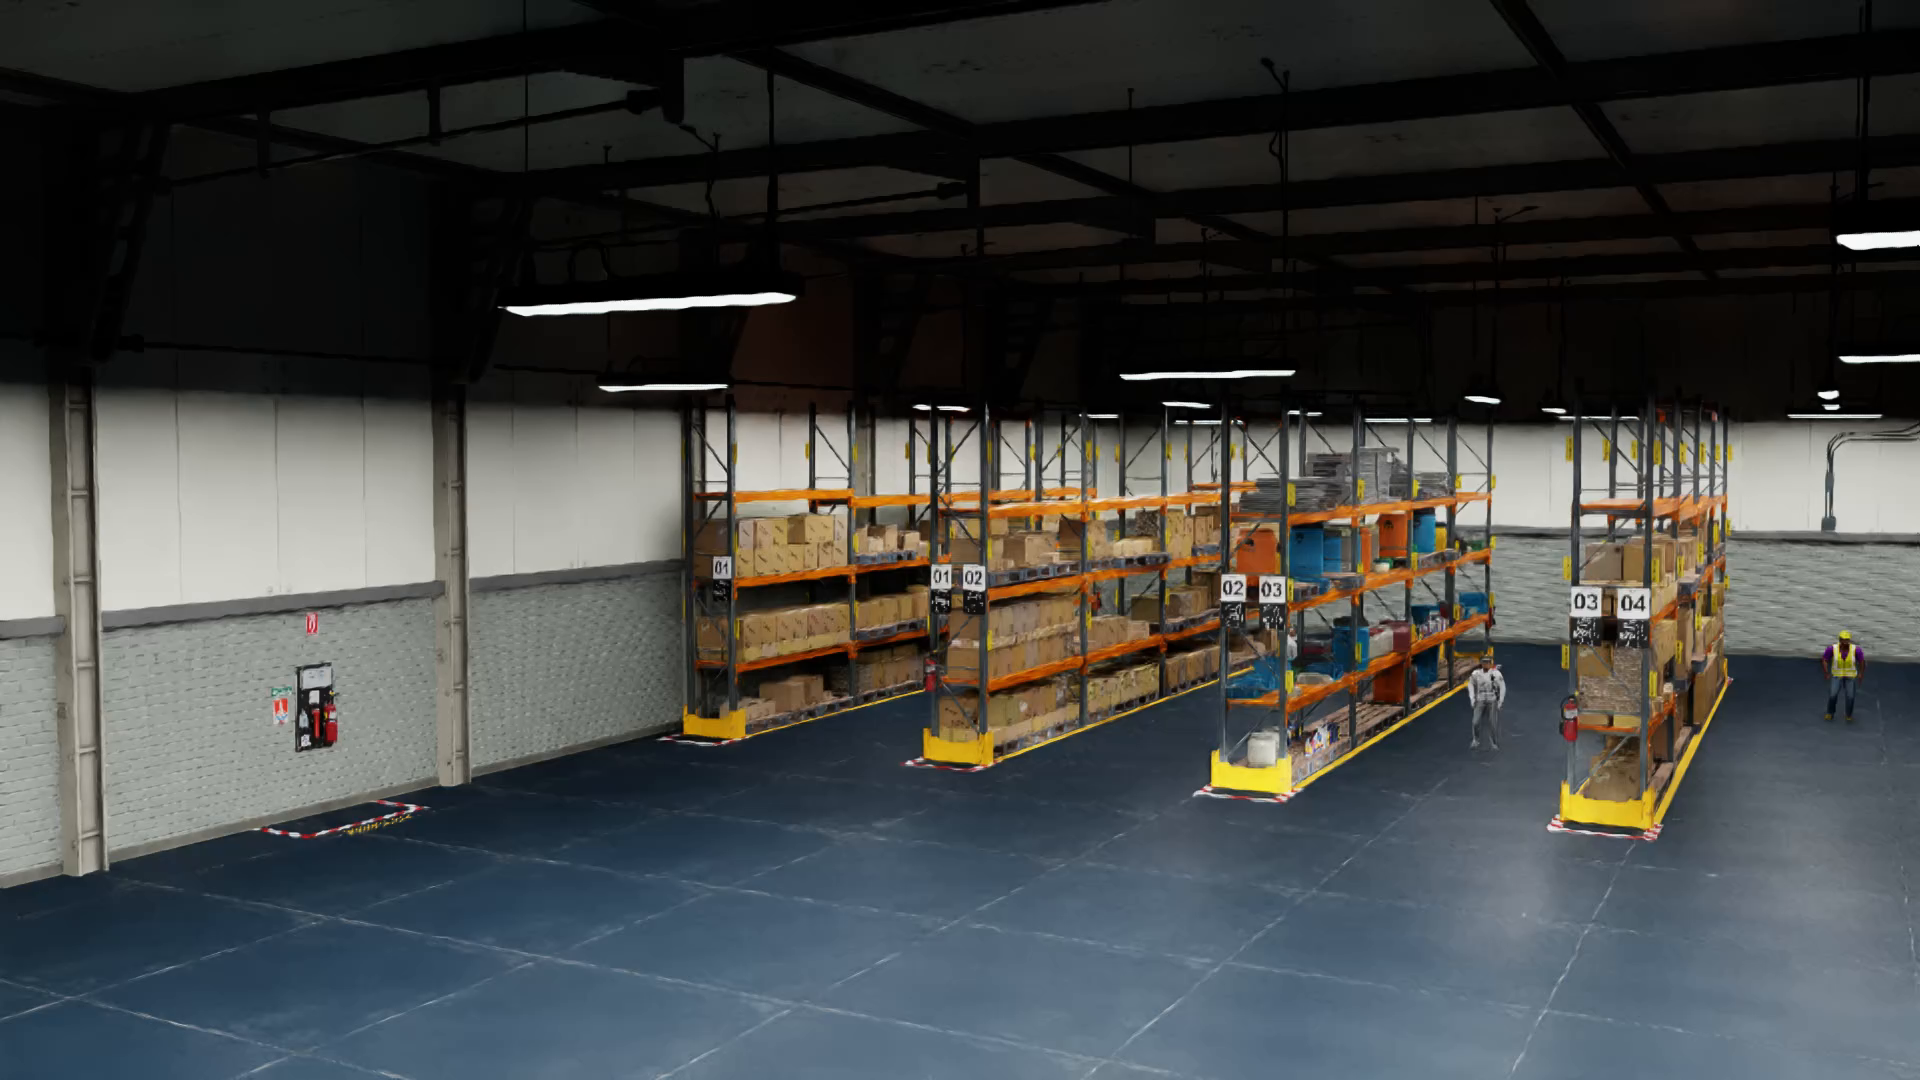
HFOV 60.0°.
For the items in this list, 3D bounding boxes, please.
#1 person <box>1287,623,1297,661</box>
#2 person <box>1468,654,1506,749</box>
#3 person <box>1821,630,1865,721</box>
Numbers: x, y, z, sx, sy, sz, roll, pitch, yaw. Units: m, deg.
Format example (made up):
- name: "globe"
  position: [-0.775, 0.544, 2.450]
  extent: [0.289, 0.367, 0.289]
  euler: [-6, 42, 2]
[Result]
- name: "person"
  position: [6.675, 2.434, 33.323]
  extent: [0.495, 1.589, 1.086]
  euler: [2, 3, 30]
- name: "person"
  position: [8.897, 2.717, 28.095]
  extent: [0.639, 1.628, 0.506]
  euler: [2, 3, 27]
- name: "person"
  position: [16.417, 2.526, 30.926]
  extent: [0.719, 1.713, 0.578]
  euler: [1, 3, 26]
